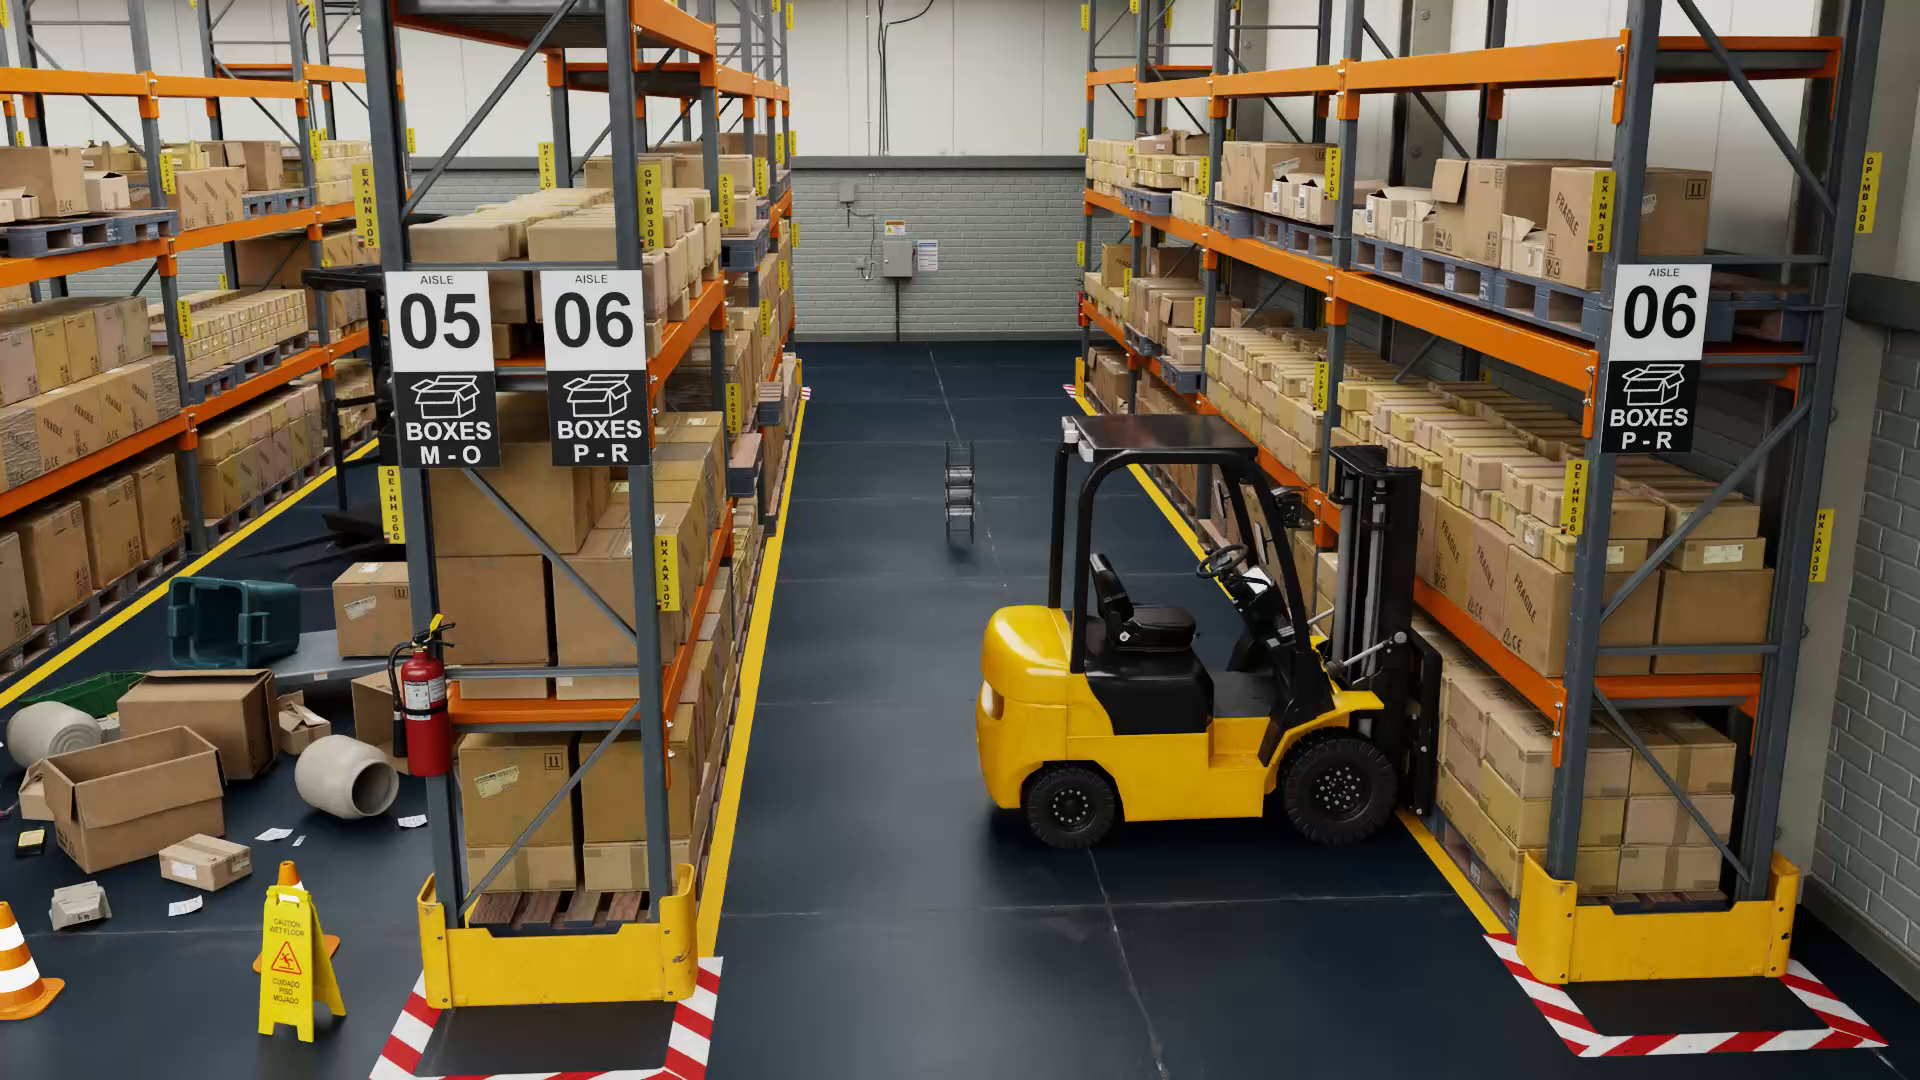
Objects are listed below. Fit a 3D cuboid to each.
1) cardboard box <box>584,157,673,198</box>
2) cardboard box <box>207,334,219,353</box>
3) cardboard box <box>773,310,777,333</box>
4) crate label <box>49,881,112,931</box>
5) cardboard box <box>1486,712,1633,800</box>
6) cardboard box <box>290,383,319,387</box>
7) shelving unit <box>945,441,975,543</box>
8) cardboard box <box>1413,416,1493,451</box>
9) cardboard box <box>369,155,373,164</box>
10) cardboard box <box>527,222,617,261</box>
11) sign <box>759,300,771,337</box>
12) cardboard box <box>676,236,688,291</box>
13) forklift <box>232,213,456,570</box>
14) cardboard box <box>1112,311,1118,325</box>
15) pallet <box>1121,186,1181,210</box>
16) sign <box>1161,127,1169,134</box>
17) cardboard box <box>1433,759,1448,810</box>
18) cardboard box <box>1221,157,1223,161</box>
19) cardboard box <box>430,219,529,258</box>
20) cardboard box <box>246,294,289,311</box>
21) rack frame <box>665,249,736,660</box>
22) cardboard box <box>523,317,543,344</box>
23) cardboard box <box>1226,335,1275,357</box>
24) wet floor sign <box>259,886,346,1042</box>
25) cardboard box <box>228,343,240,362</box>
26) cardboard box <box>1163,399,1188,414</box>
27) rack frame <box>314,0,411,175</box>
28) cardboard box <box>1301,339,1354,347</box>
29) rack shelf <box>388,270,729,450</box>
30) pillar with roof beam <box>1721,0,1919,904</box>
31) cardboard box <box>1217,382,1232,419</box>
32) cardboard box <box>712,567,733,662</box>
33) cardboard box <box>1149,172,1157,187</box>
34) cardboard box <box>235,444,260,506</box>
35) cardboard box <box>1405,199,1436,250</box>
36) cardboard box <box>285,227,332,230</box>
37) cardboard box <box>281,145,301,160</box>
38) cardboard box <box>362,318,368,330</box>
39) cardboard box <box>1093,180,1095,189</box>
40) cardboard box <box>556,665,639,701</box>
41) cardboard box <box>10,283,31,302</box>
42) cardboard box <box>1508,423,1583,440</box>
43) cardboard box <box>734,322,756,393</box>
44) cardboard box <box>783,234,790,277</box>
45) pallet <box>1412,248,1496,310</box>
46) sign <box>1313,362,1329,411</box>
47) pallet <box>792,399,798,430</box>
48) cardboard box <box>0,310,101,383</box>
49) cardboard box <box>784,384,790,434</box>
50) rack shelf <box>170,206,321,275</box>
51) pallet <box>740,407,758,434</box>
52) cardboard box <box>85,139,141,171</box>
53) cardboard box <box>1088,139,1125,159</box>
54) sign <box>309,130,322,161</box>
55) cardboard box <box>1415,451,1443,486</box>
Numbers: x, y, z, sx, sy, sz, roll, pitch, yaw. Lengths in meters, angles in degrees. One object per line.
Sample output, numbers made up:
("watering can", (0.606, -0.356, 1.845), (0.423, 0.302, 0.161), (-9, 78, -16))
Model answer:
("cardboard box", (-2.182, -2.396, 10.978), (0.500, 0.250, 0.500), (-1, 14, -2))
("cardboard box", (-7.069, -1.804, 15.308), (0.380, 0.149, 0.250), (-1, 14, -5))
("cardboard box", (-2.168, -2.229, 17.189), (0.500, 0.250, 0.500), (-1, 14, -2))
("crate label", (-4.282, 1.773, 8.084), (0.250, 0.136, 0.298), (-9, 17, -32))
("cardboard box", (2.843, 1.023, 7.922), (0.500, 0.250, 0.500), (0, 14, -2))
("cardboard box", (-7.855, -1.768, 19.787), (0.380, 0.149, 0.250), (-2, 15, -6))
("shelving unit", (-0.001, -0.438, 15.146), (0.258, 0.900, 0.210), (-1, 14, -3))
("cardboard box", (2.818, -0.609, 9.500), (0.380, 0.149, 0.250), (-1, 14, -4))
("cardboard box", (-7.352, -4.568, 20.262), (0.500, 0.250, 0.500), (-1, 14, -3))
("cardboard box", (-1.589, -1.242, 6.942), (0.380, 0.149, 0.250), (-1, 14, -4))
("sign", (-1.725, -1.956, 14.669), (0.100, 0.325, 0.005), (-1, 14, -3))
("cardboard box", (-1.614, -1.340, 8.124), (0.500, 0.250, 0.500), (0, 14, -2))
("forklift", (-4.947, -1.331, 14.541), (1.130, 2.935, 3.031), (9, 17, 32))
("cardboard box", (2.057, -2.707, 20.254), (0.380, 0.149, 0.250), (-1, 14, -4))
("pallet", (2.410, -3.694, 17.944), (1.213, 0.211, 1.003), (-1, 14, -3))
("sign", (2.747, -5.375, 22.325), (0.100, 0.325, 0.005), (-1, 14, -3))
("cardboard box", (2.795, 1.257, 9.021), (0.500, 0.250, 0.500), (-1, 14, -3))
("cardboard box", (2.696, -3.767, 16.714), (0.380, 0.149, 0.250), (-1, 14, -2))
("cardboard box", (-2.064, -1.295, 7.147), (0.380, 0.149, 0.250), (-1, 14, -2))
("cardboard box", (-7.197, -2.458, 17.252), (0.380, 0.149, 0.250), (-1, 14, -5))
("rack frame", (-2.018, -0.428, 10.895), (1.000, 3.000, 0.127), (-1, 14, -3))
("cardboard box", (-2.103, -0.977, 7.512), (0.380, 0.149, 0.250), (0, 14, -2))
("cardboard box", (2.473, -1.650, 14.139), (0.380, 0.149, 0.250), (0, 14, -2))
("wet floor sign", (-2.827, 1.770, 7.074), (0.267, 0.644, 0.232), (4, 15, 16))
("cardboard box", (-7.098, -1.785, 15.828), (0.380, 0.149, 0.250), (0, 14, -2))
("cardboard box", (2.340, -1.385, 17.486), (0.380, 0.149, 0.250), (0, 14, -1))
("rack frame", (-7.696, -6.217, 21.352), (1.000, 3.000, 0.127), (-1, 14, -3))
("cardboard box", (3.077, -1.597, 13.934), (0.380, 0.149, 0.250), (-1, 14, -5))
("rack shelf", (-1.895, -1.035, 8.678), (1.077, 0.370, 4.000), (-1, 14, -3))
("pillar with roof beam", (-0.257, -2.537, 7.051), (9.100, 9.000, 0.400), (-1, 14, -3))
("cardboard box", (2.497, -1.189, 14.151), (0.500, 0.250, 0.500), (-1, 14, -5))
("cardboard box", (-1.714, 0.480, 10.536), (0.500, 0.500, 0.500), (-1, 14, -4))
("cardboard box", (2.134, -3.681, 16.976), (0.380, 0.149, 0.250), (-1, 14, -2))
("cardboard box", (-7.024, -0.619, 15.810), (0.500, 0.500, 0.500), (-1, 14, -3))
("cardboard box", (2.724, -1.771, 9.322), (0.396, 0.266, 0.258), (-1, 14, -5))
("cardboard box", (-7.851, -3.490, 19.992), (0.500, 0.500, 0.500), (-1, 14, -5))
("cardboard box", (-7.225, -4.208, 18.062), (0.380, 0.149, 0.250), (-1, 14, -4))
("cardboard box", (-7.269, -2.597, 19.828), (0.380, 0.149, 0.250), (0, 14, -1))
("cardboard box", (1.980, -4.738, 22.131), (0.380, 0.149, 0.250), (-1, 14, -2))
("cardboard box", (-1.585, 0.600, 7.401), (0.380, 0.149, 0.250), (-1, 14, -3))
("cardboard box", (-12.358, -3.215, 21.429), (0.500, 0.250, 0.500), (-1, 14, -4))
("cardboard box", (3.288, -0.555, 9.289), (0.380, 0.149, 0.250), (0, 14, -2))
("cardboard box", (-1.885, -1.456, 13.250), (0.500, 0.500, 0.500), (-2, 15, -7))
("cardboard box", (-2.405, -3.577, 20.924), (0.500, 0.500, 0.500), (-1, 14, -4))
("pallet", (3.087, -1.401, 8.834), (1.003, 0.211, 1.213), (-1, 14, -3))
("sign", (2.394, -1.017, 11.020), (0.100, 0.325, 0.005), (-1, 14, -3))
("pallet", (-2.562, -1.562, 20.897), (1.003, 0.211, 1.213), (-1, 14, -3))
("cardboard box", (-7.116, -1.489, 12.810), (0.700, 0.500, 0.500), (-1, 14, -4))
("cardboard box", (-2.446, -1.538, 19.508), (0.875, 0.438, 0.875), (-1, 14, -4))
("rack shelf", (-7.324, -2.923, 16.016), (1.077, 0.370, 4.000), (-1, 14, -3))
("pallet", (-2.103, -0.839, 12.874), (1.003, 0.211, 1.213), (-1, 14, -3))
("cardboard box", (-7.532, -3.417, 14.755), (0.396, 0.266, 0.258), (-1, 14, -3))
("cardboard box", (1.969, -5.142, 21.897), (0.500, 0.250, 0.500), (-1, 14, -4))
("sign", (-6.895, -4.220, 17.782), (0.100, 0.325, 0.005), (-1, 14, -3))
("cardboard box", (2.769, -0.400, 9.283), (0.380, 0.149, 0.250), (-1, 14, -5))
